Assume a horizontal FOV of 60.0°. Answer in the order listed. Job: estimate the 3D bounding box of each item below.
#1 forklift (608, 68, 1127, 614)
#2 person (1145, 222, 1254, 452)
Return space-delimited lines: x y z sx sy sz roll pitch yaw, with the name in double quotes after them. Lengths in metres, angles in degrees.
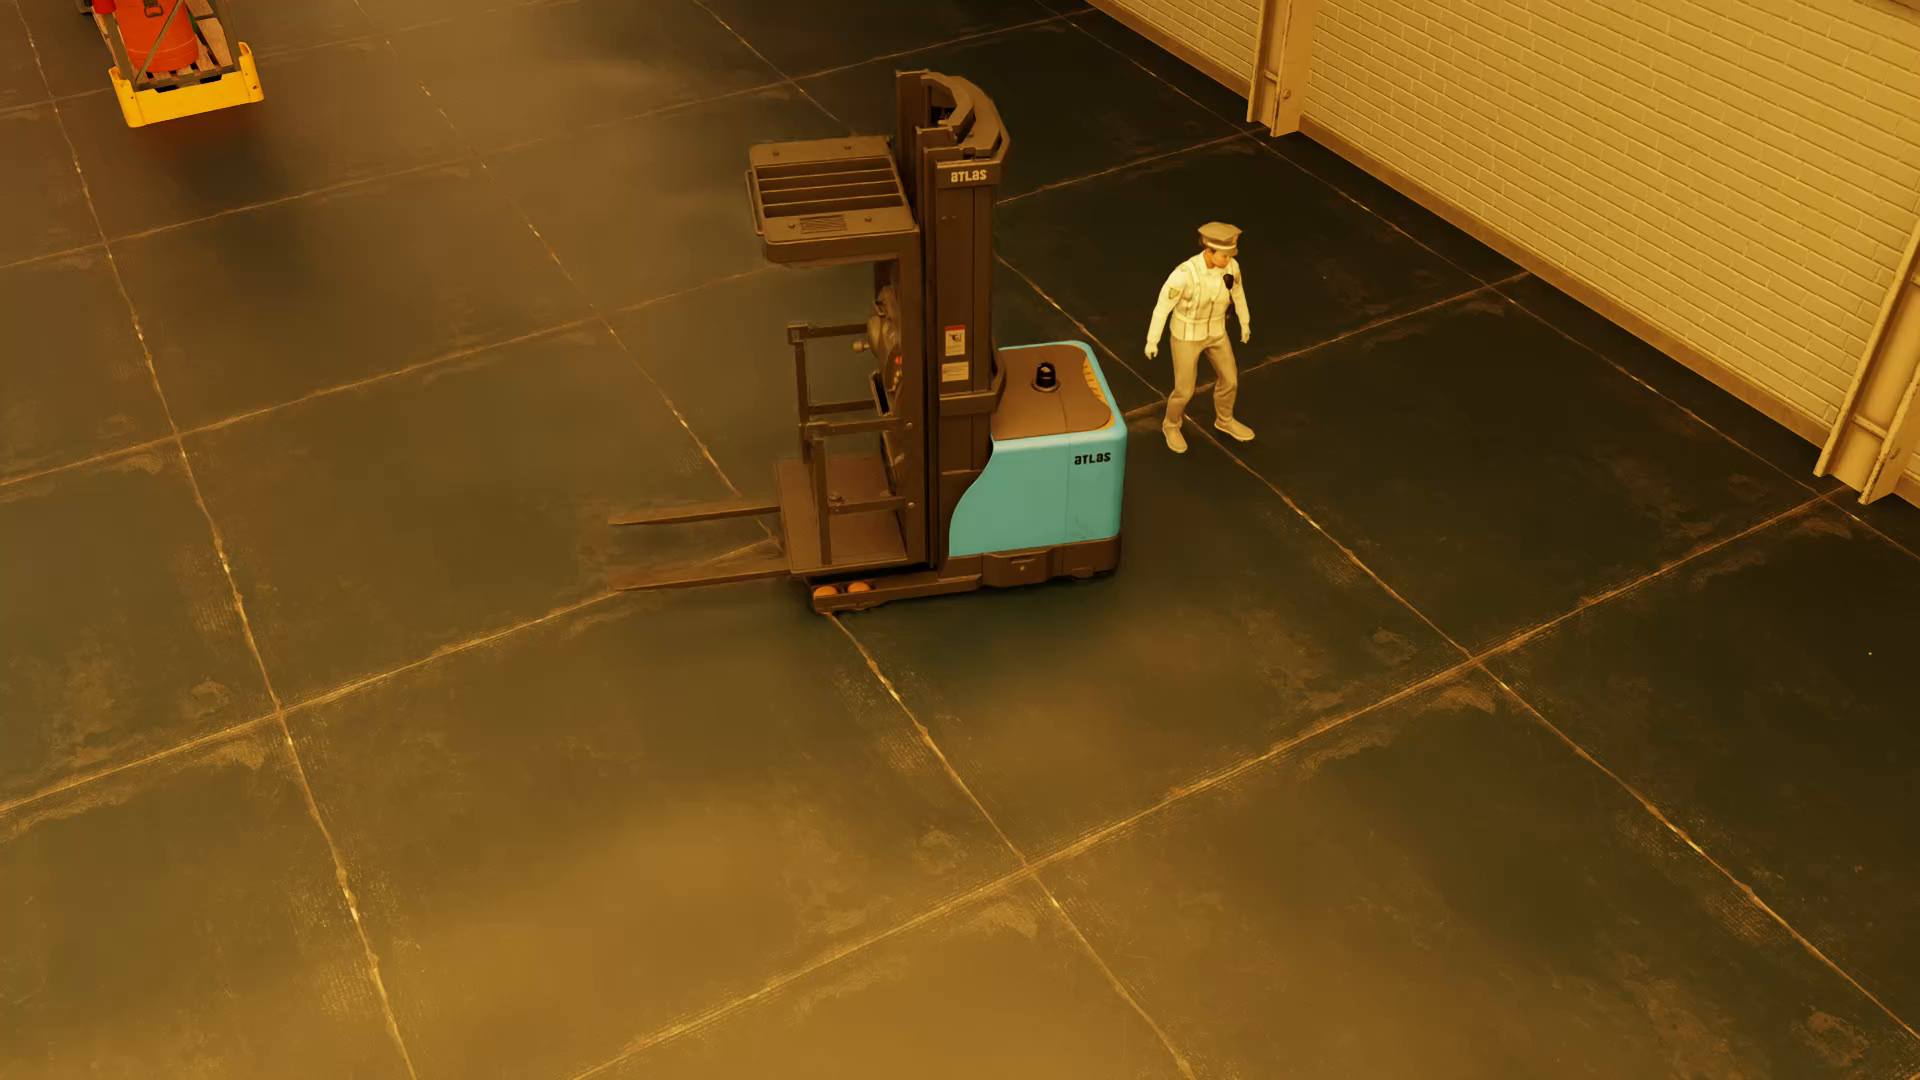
-0.600 -1.057 9.311 3.031 2.935 1.130 -7 40 -8 "forklift"
1.569 -1.301 10.625 0.770 1.639 0.373 -15 42 -18 "person"
